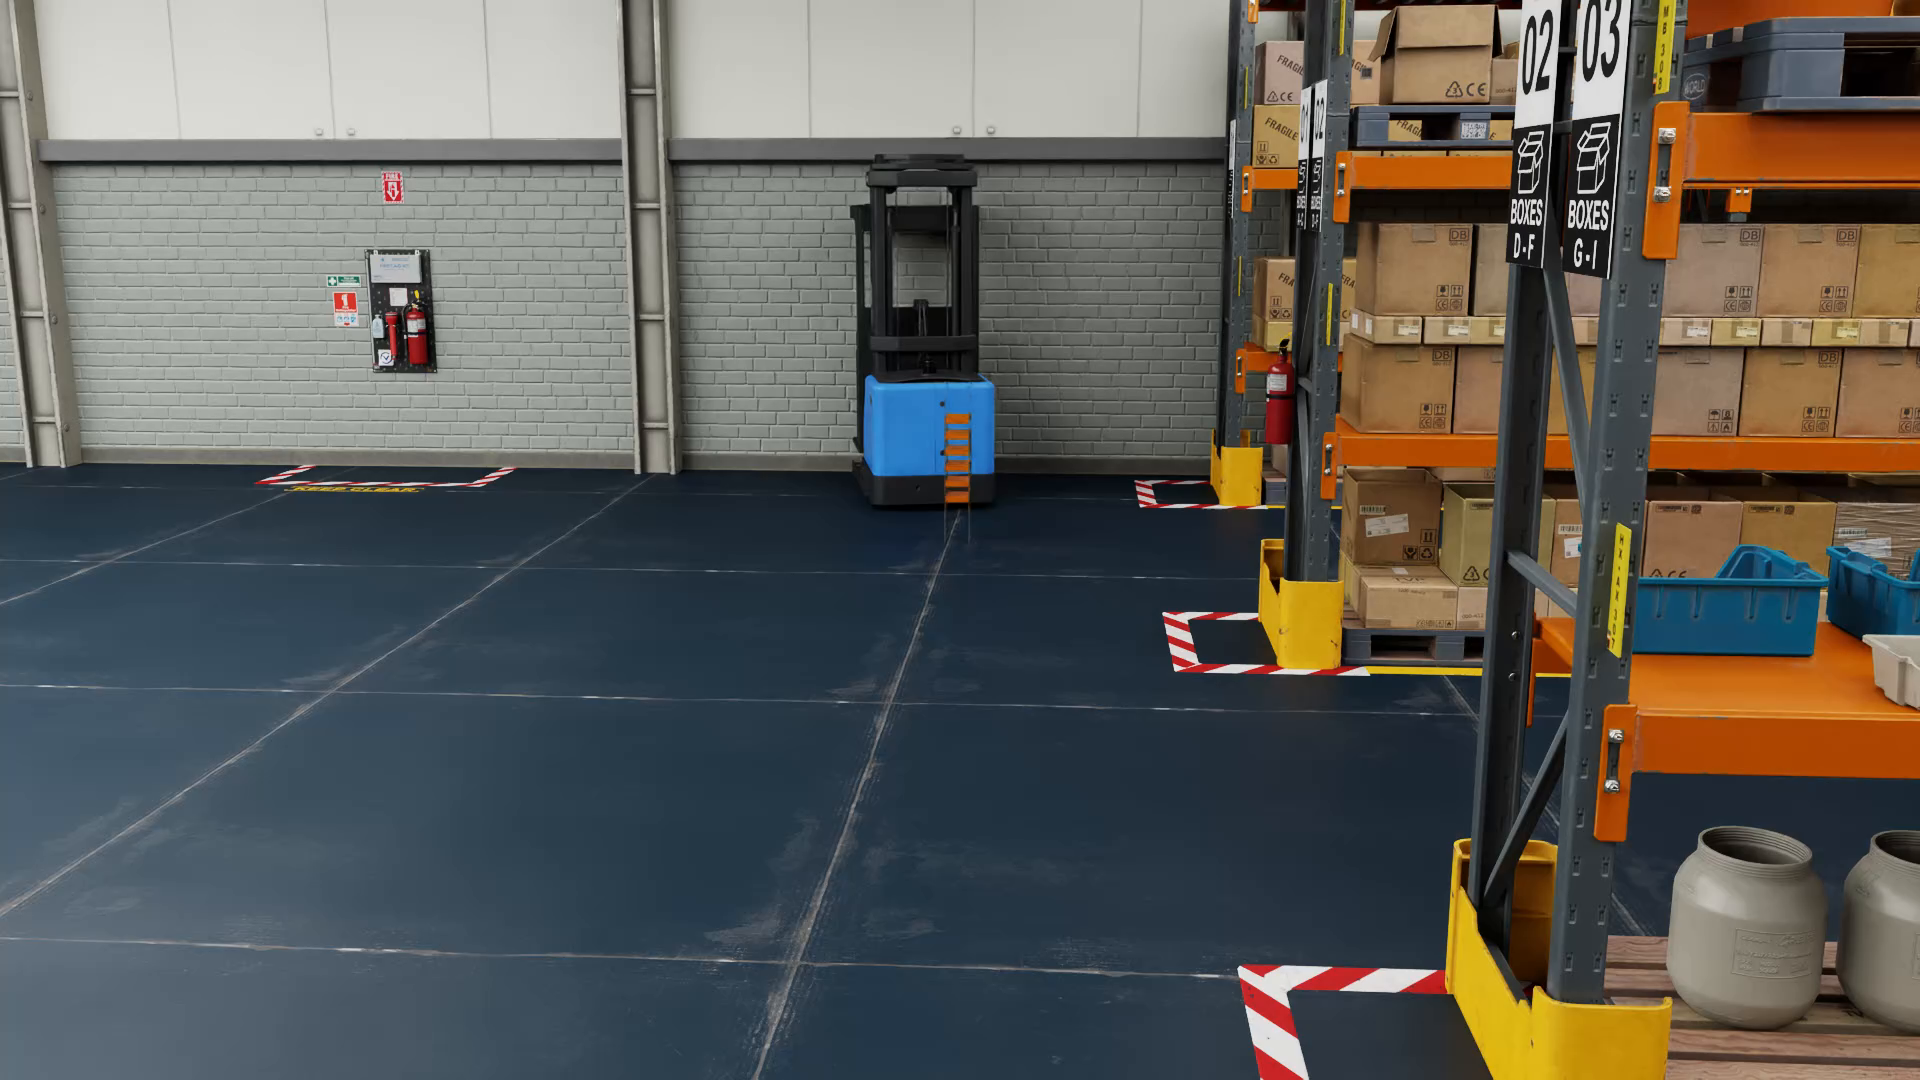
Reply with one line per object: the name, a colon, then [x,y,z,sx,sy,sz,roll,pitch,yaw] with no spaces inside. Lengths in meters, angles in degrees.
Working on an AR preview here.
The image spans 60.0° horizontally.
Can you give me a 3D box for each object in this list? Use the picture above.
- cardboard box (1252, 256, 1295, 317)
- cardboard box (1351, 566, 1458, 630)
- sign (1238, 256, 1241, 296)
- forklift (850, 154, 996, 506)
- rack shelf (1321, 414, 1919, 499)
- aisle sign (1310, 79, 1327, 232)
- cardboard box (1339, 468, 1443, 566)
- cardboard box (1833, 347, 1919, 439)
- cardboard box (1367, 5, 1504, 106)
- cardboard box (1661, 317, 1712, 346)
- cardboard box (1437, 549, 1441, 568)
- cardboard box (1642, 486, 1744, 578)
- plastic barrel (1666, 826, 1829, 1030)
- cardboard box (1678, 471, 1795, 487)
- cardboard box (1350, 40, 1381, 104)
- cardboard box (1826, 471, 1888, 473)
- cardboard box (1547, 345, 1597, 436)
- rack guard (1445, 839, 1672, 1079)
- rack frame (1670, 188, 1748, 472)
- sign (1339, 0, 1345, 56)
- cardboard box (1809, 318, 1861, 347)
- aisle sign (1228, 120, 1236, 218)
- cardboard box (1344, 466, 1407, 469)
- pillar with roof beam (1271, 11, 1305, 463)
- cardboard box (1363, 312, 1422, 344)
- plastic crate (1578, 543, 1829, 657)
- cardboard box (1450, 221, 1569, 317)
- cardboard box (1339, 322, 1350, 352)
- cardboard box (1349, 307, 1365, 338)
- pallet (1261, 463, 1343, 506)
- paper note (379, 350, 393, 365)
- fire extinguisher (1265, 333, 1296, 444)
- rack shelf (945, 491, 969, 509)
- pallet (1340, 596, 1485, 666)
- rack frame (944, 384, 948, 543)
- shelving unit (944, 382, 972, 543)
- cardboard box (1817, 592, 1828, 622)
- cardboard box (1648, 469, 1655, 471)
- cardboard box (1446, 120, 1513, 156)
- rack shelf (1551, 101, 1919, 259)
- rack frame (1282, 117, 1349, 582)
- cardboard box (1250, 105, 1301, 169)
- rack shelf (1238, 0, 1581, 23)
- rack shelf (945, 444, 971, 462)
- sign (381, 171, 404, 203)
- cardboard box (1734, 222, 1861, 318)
cardboard box: [2.838,-2.216,14.520,0.500,0.500,0.500,1,12,3]
cardboard box: [2.546,0.330,9.554,0.500,0.250,0.500,1,12,4]
sign: [2.317,-2.188,13.788,0.005,0.325,0.100,1,12,4]
forklift: [-0.408,-1.972,15.036,1.130,2.935,3.031,-2,12,-8]
rack shelf: [4.022,-0.484,9.511,4.000,0.370,1.077,1,12,4]
aisle sign: [1.940,-2.074,9.007,0.004,0.787,0.394,1,12,4]
cardboard box: [2.581,-0.143,9.985,0.500,0.500,0.500,1,12,4]
cardboard box: [5.047,-0.868,9.347,0.500,0.500,0.700,1,12,3]
cardboard box: [2.599,-2.647,9.151,0.637,0.503,0.797,2,12,8]
cardboard box: [3.937,-1.159,9.154,0.250,0.149,0.380,1,12,4]
cardboard box: [3.081,0.229,10.039,0.500,0.250,0.500,1,12,4]
cardboard box: [4.043,-0.016,9.377,0.500,0.500,0.500,1,12,4]
plastic barrel: [2.353,1.154,4.974,0.421,0.512,0.421,0,12,0]
cardboard box: [4.578,-0.119,9.870,0.500,0.500,0.500,1,12,4]
cardboard box: [3.219,-3.819,13.640,0.500,0.500,0.500,1,12,3]
cardboard box: [7.599,-0.809,14.339,0.500,0.500,0.700,1,12,3]
cardboard box: [3.510,-0.889,9.447,0.500,0.500,0.700,1,12,4]
rack guard: [1.770,1.364,5.028,0.348,0.500,1.175,1,12,4]
rack frame: [6.344,-1.820,14.145,0.127,3.000,1.000,1,12,4]
sign: [1.983,-2.685,8.622,0.005,0.325,0.100,1,12,4]
cardboard box: [4.716,-1.149,9.107,0.250,0.149,0.380,1,12,3]
aisle sign: [2.262,-3.087,13.852,0.004,0.787,0.394,1,12,4]
cardboard box: [3.607,-0.739,14.466,0.500,0.311,0.500,2,12,8]
pillar with roof beam: [2.822,-4.099,10.387,0.400,9.000,9.100,1,12,4]
cardboard box: [2.403,-1.180,9.256,0.250,0.149,0.380,1,12,3]
plastic crate: [2.211,0.167,5.006,0.616,0.251,0.499,1,12,4]
cardboard box: [3.069,-1.531,9.350,0.500,0.500,0.700,0,12,2]
cardboard box: [3.338,-1.736,14.058,0.500,0.250,0.500,0,12,2]
cardboard box: [2.420,-1.263,9.653,0.250,0.149,0.380,1,12,3]
pallet: [3.237,-0.491,14.599,1.213,0.211,1.003,1,12,4]
paper note: [-5.512,-1.751,15.966,0.142,0.148,0.016,1,12,4]
fire extinguisher: [1.939,-0.922,10.038,0.183,0.674,0.296,1,12,4]
rack shelf: [-0.014,-0.309,12.704,0.180,0.103,0.258,1,12,4]
pallet: [2.792,0.504,9.845,1.213,0.211,1.003,1,12,4]
rack frame: [-0.106,-0.589,12.652,0.006,1.200,0.240,1,12,4]
shelving unit: [-0.014,-0.587,12.646,0.189,1.200,0.258,1,12,4]
cardboard box: [4.542,0.358,9.423,0.500,0.250,0.500,1,12,4]
cardboard box: [5.809,-0.650,14.395,0.250,0.166,0.380,-1,12,-4]
cardboard box: [4.258,-3.323,13.707,0.500,0.500,0.500,2,12,7]
rack shelf: [3.687,-0.940,4.367,4.000,0.370,1.077,1,12,4]
rack frame: [2.026,-0.863,9.568,0.127,3.000,1.000,1,12,4]
cardboard box: [2.670,-3.346,13.821,0.500,0.500,0.500,1,12,5]
rack shelf: [4.349,-4.431,13.735,4.000,0.370,1.077,1,12,4]
rack shelf: [-0.014,-0.661,12.631,0.180,0.103,0.258,1,12,4]
sign: [-5.341,-3.321,15.657,0.199,0.298,0.001,1,12,4]
cardboard box: [4.570,-1.511,9.252,0.500,0.500,0.700,1,12,4]
